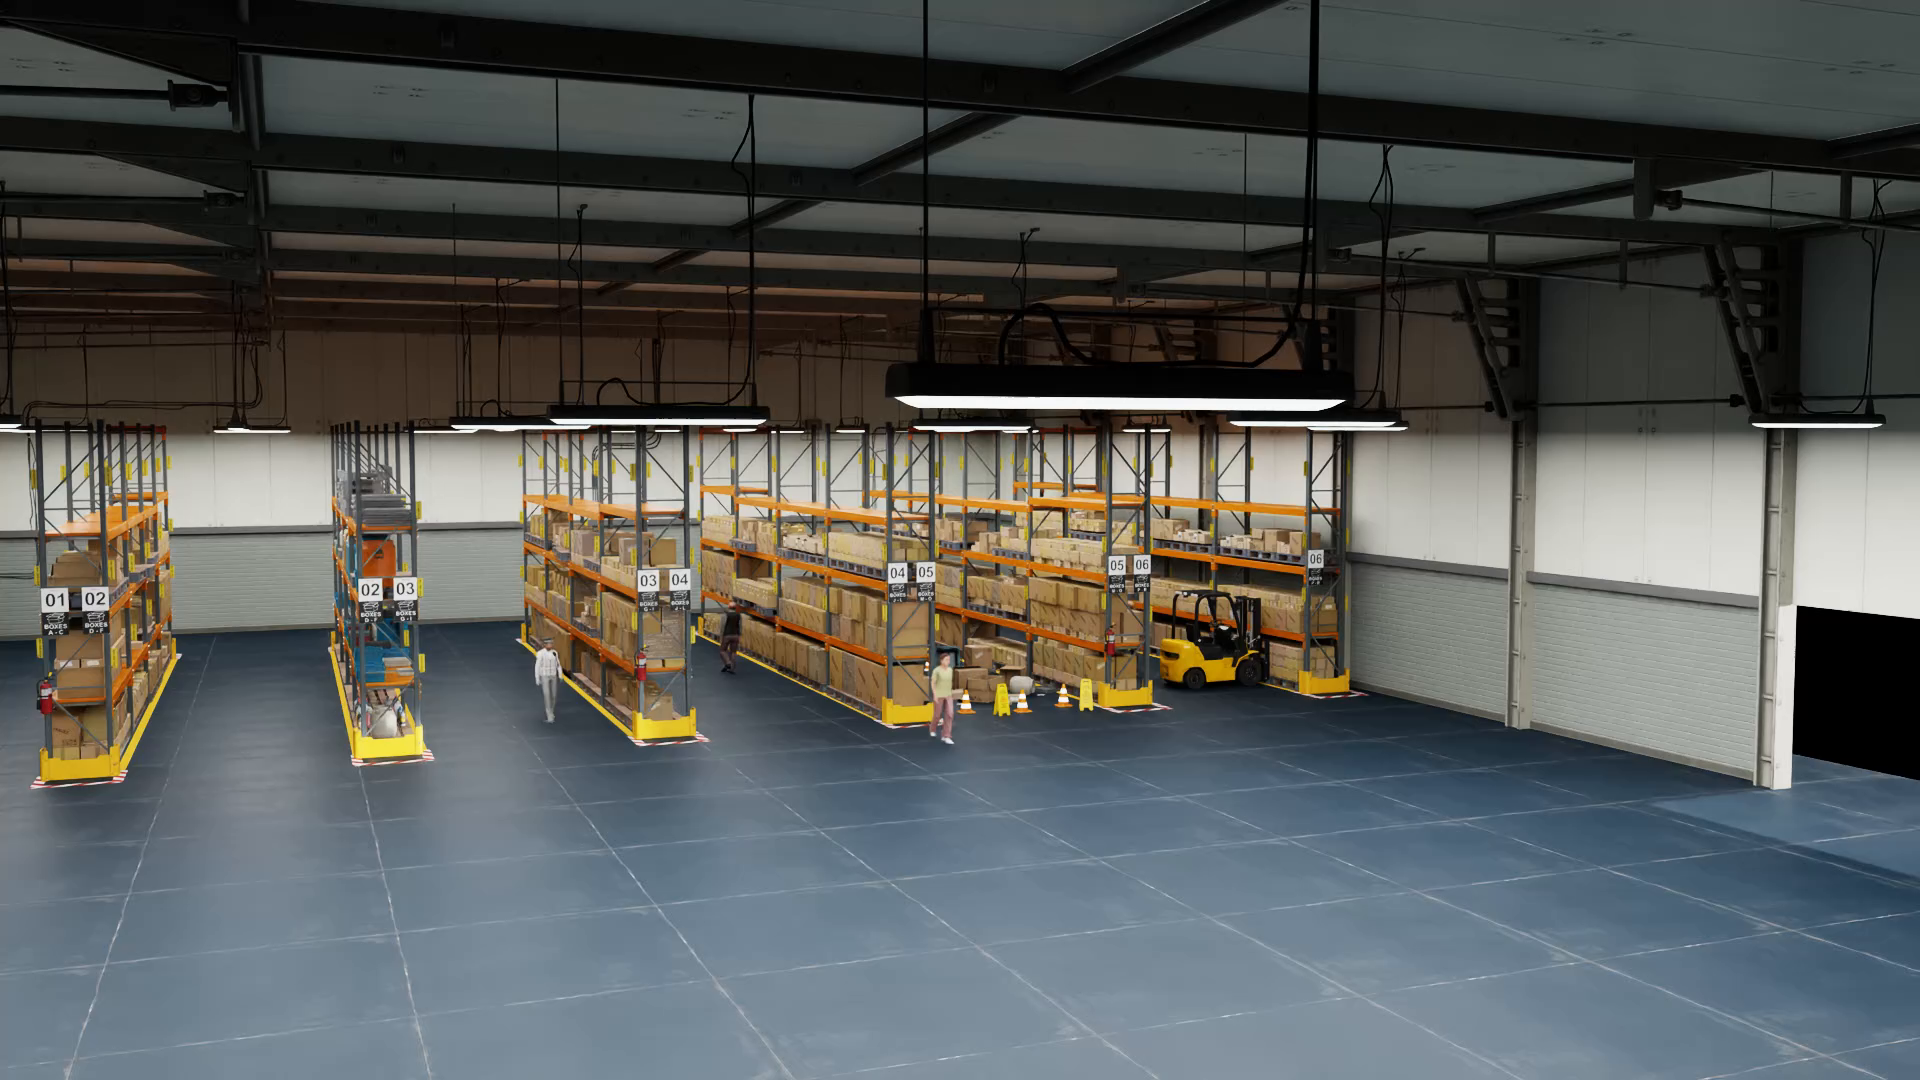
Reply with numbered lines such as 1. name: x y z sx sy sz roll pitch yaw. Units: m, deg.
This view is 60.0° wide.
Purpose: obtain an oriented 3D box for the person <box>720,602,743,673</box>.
1. person: -5.507 2.352 40.078 0.570 1.718 0.464 -2 4 -25

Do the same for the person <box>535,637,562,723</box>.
1. person: -8.237 2.802 33.558 0.507 1.674 0.688 -3 5 -38

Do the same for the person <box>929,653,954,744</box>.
1. person: -0.312 2.962 31.289 0.524 1.674 0.763 -2 4 -32

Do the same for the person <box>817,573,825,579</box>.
1. person: -4.135 1.775 49.879 0.373 1.693 0.507 -3 5 -44

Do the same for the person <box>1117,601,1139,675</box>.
1. person: 4.088 2.370 39.824 0.601 1.801 0.594 -2 4 -30
